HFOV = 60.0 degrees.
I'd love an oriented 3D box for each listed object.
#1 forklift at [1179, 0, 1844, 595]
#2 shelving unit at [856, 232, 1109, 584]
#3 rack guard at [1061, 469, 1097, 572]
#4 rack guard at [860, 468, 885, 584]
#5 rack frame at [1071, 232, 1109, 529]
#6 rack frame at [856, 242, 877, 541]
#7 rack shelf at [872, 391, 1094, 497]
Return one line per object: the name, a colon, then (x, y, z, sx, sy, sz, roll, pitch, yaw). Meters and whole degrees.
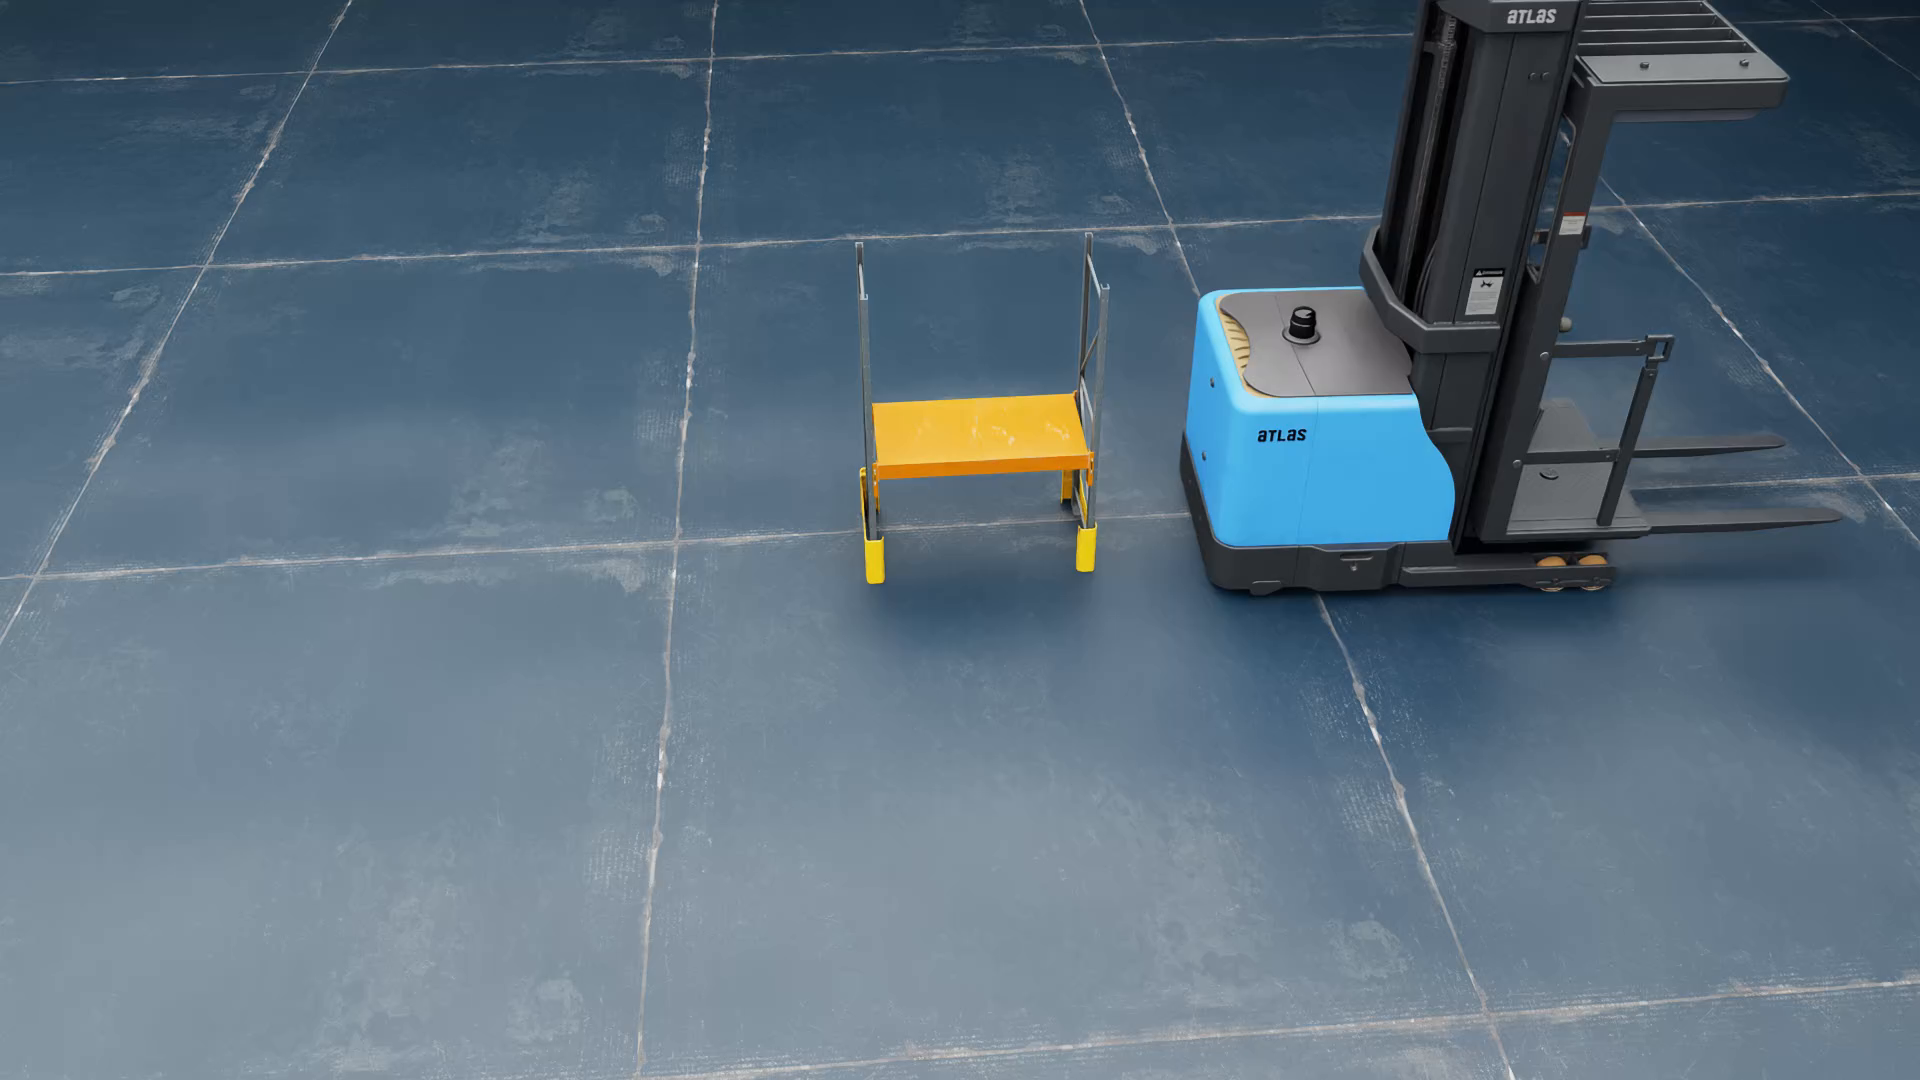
forklift: (2.644, -1.237, 7.273, 3.031, 2.935, 1.130, -2, 38, -2)
shelving unit: (0.076, -0.593, 7.613, 1.083, 1.500, 0.587, -3, 38, -4)
rack guard: (0.572, -0.130, 8.034, 0.087, 0.250, 0.587, -3, 38, -4)
rack guard: (-0.420, -0.075, 7.965, 0.087, 0.250, 0.587, -3, 38, -4)
rack frame: (0.591, -0.621, 7.649, 0.032, 1.500, 0.500, -3, 38, -4)
rack frame: (-0.421, -0.566, 7.578, 0.032, 1.500, 0.500, -3, 38, -4)
rack shelf: (0.085, -0.452, 7.725, 1.000, 0.185, 0.538, -3, 38, -4)
